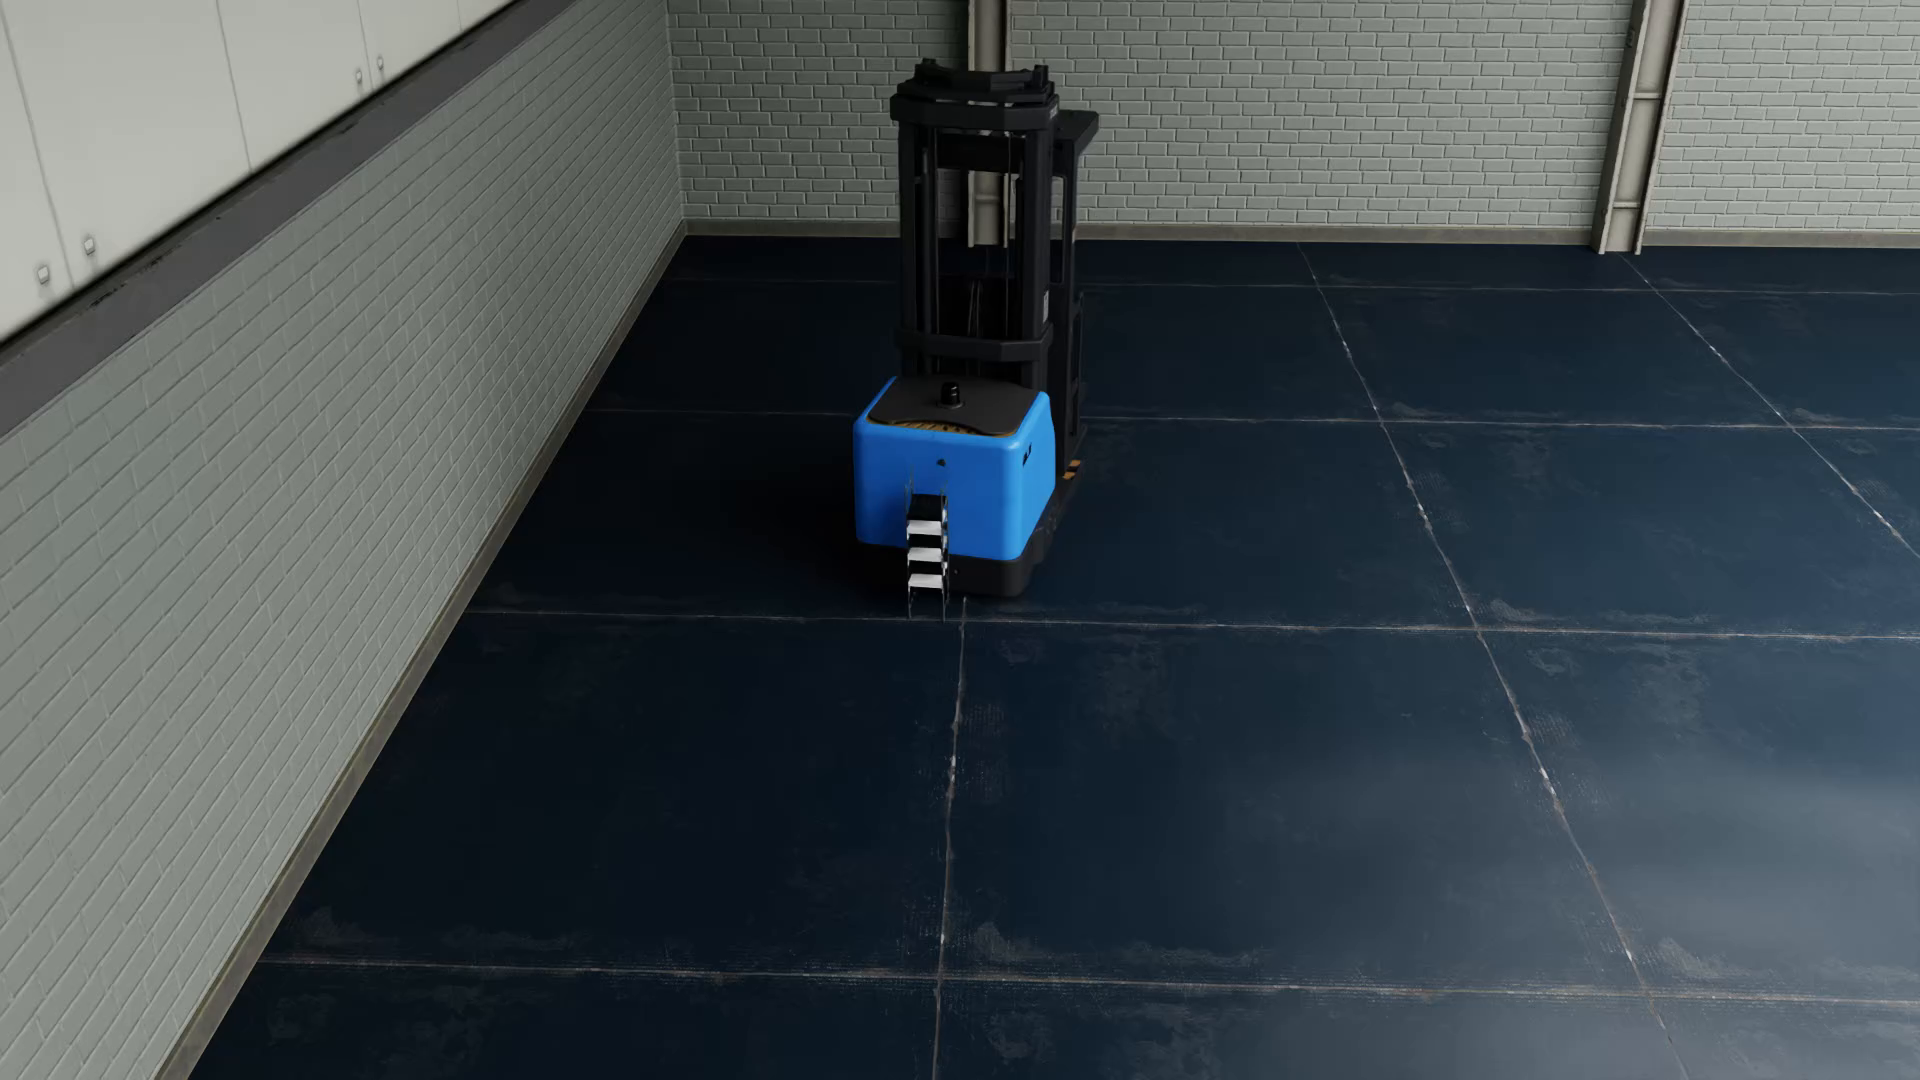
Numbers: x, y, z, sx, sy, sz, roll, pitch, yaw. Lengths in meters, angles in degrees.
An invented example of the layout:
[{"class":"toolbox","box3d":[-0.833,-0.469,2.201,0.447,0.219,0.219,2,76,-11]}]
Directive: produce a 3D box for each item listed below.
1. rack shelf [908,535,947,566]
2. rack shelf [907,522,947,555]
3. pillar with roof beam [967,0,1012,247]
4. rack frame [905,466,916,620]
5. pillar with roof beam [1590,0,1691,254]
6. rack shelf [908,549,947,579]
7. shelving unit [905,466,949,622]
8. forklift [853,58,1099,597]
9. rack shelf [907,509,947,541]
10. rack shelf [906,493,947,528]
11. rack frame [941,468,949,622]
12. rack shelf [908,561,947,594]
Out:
[{"class":"rack shelf","box3d":[-0.186,0.059,9.656,0.200,0.077,0.258,3,32,6]},{"class":"rack shelf","box3d":[-0.187,-0.018,9.609,0.200,0.077,0.258,3,32,6]},{"class":"pillar with roof beam","box3d":[0.122,-4.849,10.214,0.400,9.000,9.100,1,28,2]},{"class":"rack frame","box3d":[-0.287,0.025,9.650,0.006,0.900,0.240,3,32,6]},{"class":"pillar with roof beam","box3d":[6.119,-4.749,10.027,0.400,9.000,9.100,1,28,2]},{"class":"rack shelf","box3d":[-0.186,0.136,9.703,0.200,0.077,0.258,3,32,6]},{"class":"shelving unit","box3d":[-0.187,0.031,9.639,0.210,0.900,0.258,3,32,6]},{"class":"forklift","box3d":[0.234,-1.629,10.619,1.130,2.935,3.031,7,29,13]},{"class":"rack shelf","box3d":[-0.188,-0.094,9.562,0.200,0.077,0.258,3,32,6]},{"class":"rack shelf","box3d":[-0.188,-0.171,9.515,0.200,0.077,0.258,3,32,6]},{"class":"rack frame","box3d":[-0.086,0.037,9.628,0.006,0.900,0.240,3,32,6]},{"class":"rack shelf","box3d":[-0.185,0.213,9.750,0.200,0.077,0.258,3,32,6]}]
